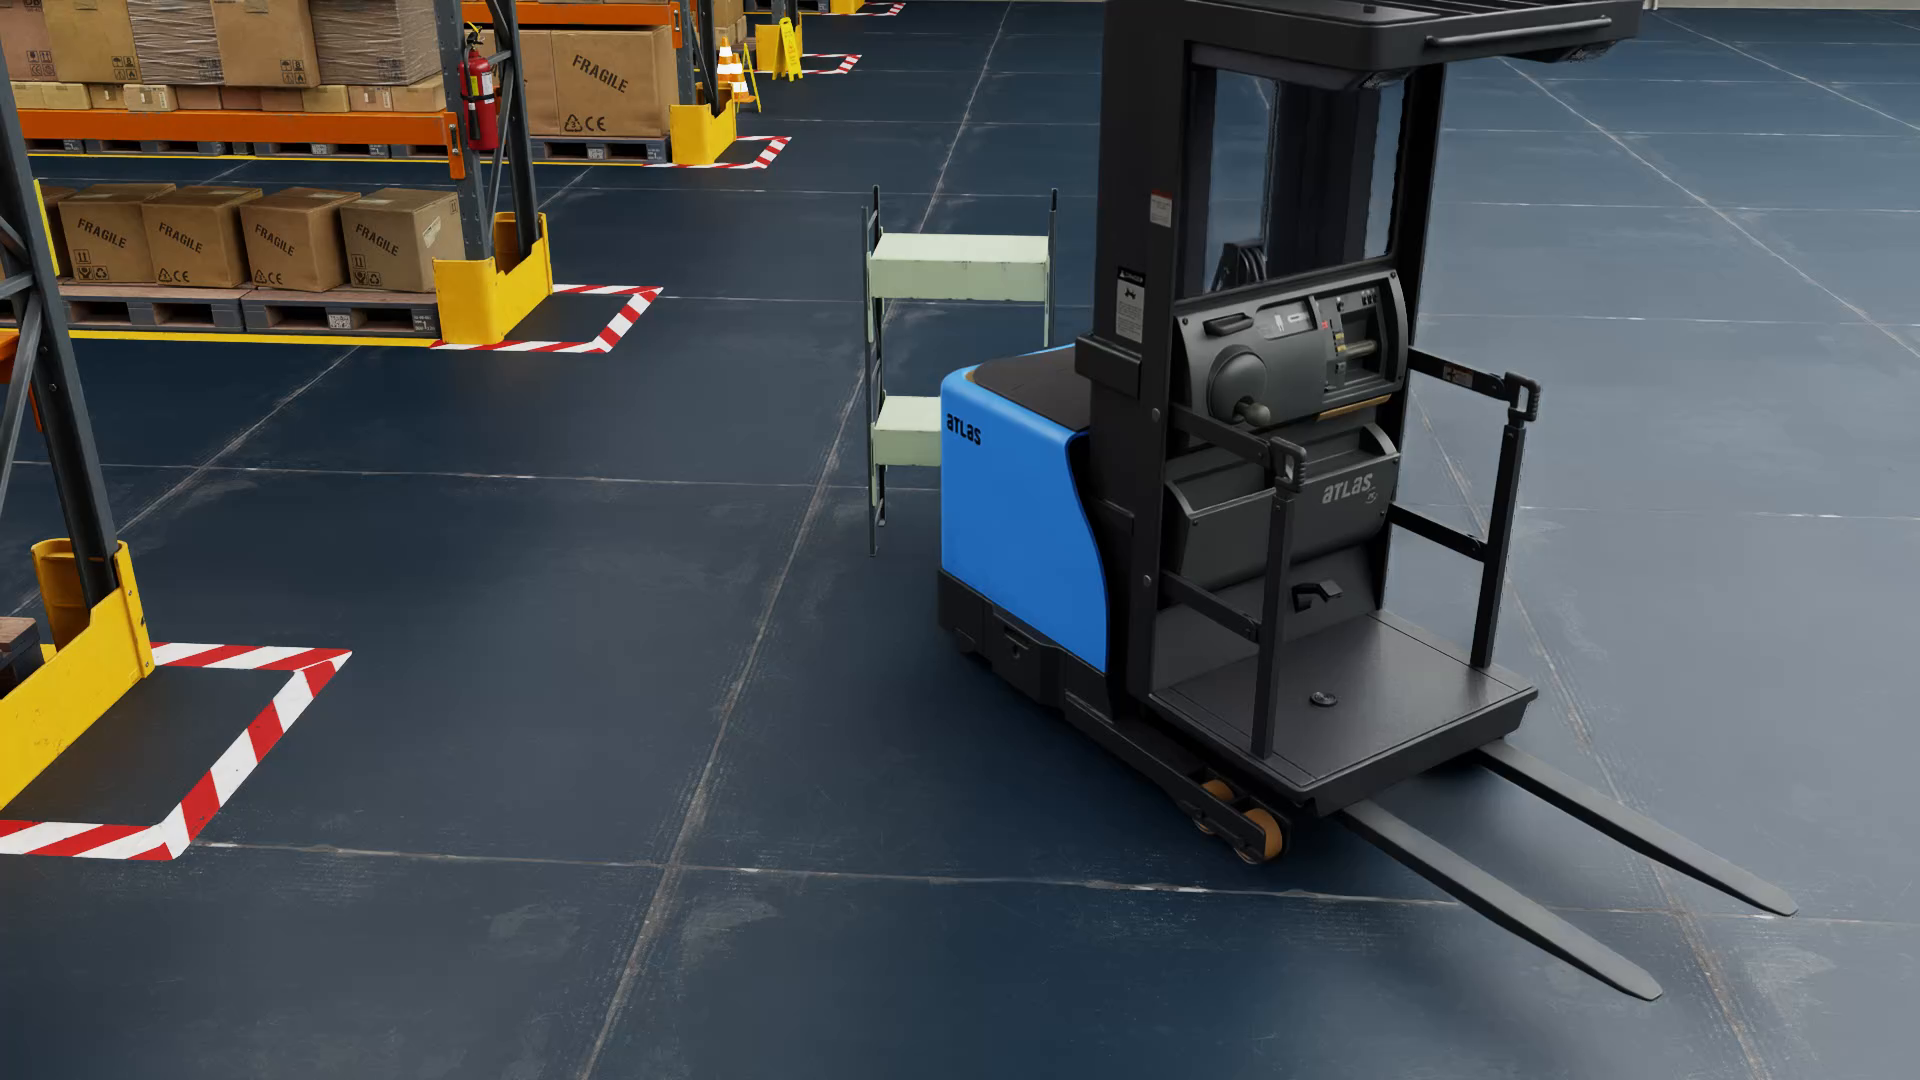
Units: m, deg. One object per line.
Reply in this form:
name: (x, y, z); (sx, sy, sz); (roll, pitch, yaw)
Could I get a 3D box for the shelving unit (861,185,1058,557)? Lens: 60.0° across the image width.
shelving unit: (0.007, -0.681, 6.936); (0.755, 1.500, 0.431); (2, 25, 4)

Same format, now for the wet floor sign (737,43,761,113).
wet floor sign: (-2.099, -4.567, 16.403); (0.232, 0.644, 0.267); (-2, 25, -5)

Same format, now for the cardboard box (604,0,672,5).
cardboard box: (-2.653, -4.873, 14.073); (0.550, 0.550, 0.875); (2, 25, 4)

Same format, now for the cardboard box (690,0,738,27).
cardboard box: (-2.820, -6.078, 18.760); (0.500, 0.500, 0.500); (2, 25, 4)

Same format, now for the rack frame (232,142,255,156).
rack frame: (-6.267, -4.940, 14.398); (0.127, 3.000, 1.000); (2, 25, 4)

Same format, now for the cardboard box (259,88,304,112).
cardboard box: (-3.810, -2.566, 9.539); (0.250, 0.149, 0.380); (2, 25, 4)

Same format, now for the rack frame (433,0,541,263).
rack frame: (-2.760, -2.748, 9.634); (0.127, 3.000, 1.000); (2, 25, 4)

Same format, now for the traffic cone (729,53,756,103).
traffic cone: (-2.274, -4.729, 16.973); (0.334, 0.463, 0.336); (2, 25, 4)

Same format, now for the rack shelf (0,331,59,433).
rack shelf: (-5.133, -0.421, 5.437); (4.000, 0.370, 1.077); (2, 25, 4)

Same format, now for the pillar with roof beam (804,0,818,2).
pillar with roof beam: (-2.579, -10.276, 18.818); (0.400, 9.000, 9.100); (2, 25, 4)

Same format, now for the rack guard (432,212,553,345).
rack guard: (-2.835, -1.615, 10.162); (0.348, 0.500, 1.175); (2, 25, 4)

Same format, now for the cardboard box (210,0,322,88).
cardboard box: (-3.814, -2.924, 9.540); (0.500, 0.500, 0.875); (2, 25, 4)

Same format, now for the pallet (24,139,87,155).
pallet: (-8.262, -3.705, 15.048); (1.213, 0.211, 1.003); (2, 25, 4)

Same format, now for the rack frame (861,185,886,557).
rack frame: (-0.358, -0.693, 6.961); (0.023, 1.500, 0.400); (2, 25, 4)

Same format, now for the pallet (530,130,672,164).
pallet: (-3.082, -3.538, 14.687); (1.213, 0.211, 1.003); (2, 25, 4)

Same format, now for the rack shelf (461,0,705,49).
rack shelf: (-4.273, -4.549, 14.409); (4.000, 0.370, 1.077); (2, 25, 4)

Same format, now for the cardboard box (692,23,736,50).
cardboard box: (-2.851, -5.735, 18.911); (0.500, 0.250, 0.500); (2, 25, 4)

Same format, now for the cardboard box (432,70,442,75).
cardboard box: (-3.026, -2.742, 9.922); (0.250, 0.149, 0.380); (2, 25, 4)

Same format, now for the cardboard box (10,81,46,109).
cardboard box: (-5.308, -2.600, 9.613); (0.250, 0.149, 0.380); (2, 25, 4)

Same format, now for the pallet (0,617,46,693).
pallet: (-4.028, 0.572, 5.755); (1.213, 0.211, 1.003); (2, 25, 4)

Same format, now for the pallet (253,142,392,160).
pallet: (-5.515, -3.616, 14.857); (1.213, 0.211, 1.003); (2, 25, 4)

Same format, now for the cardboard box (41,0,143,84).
cardboard box: (-4.806, -2.979, 9.659); (0.500, 0.500, 0.875); (2, 25, 4)

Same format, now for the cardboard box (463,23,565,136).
cardboard box: (-3.838, -4.059, 14.522); (0.875, 0.875, 0.875); (1, 25, 3)

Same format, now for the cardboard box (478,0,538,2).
cardboard box: (-3.751, -4.952, 14.244); (0.550, 0.550, 0.875); (2, 25, 4)

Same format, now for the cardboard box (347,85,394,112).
cardboard box: (-3.309, -2.565, 9.537); (0.250, 0.149, 0.380); (2, 25, 4)

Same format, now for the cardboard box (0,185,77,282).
cardboard box: (-5.780, -1.887, 10.250); (0.500, 0.500, 0.500); (10, 27, 21)

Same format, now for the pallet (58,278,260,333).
pallet: (-4.856, -1.565, 10.398); (1.213, 0.211, 1.003); (2, 25, 4)

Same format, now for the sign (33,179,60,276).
sign: (-3.092, -1.039, 5.588); (0.005, 0.325, 0.100); (2, 25, 4)

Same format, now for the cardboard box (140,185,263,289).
cardboard box: (-4.602, -1.863, 10.198); (0.500, 0.500, 0.500); (4, 25, 9)

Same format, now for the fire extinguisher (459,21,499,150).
fire extinguisher: (-2.681, -2.517, 9.225); (0.183, 0.674, 0.296); (2, 25, 4)

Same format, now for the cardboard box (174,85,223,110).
cardboard box: (-4.307, -2.590, 9.591); (0.250, 0.149, 0.380); (2, 25, 4)

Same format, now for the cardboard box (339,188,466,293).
cardboard box: (-3.381, -1.830, 10.127); (0.500, 0.500, 0.500); (6, 25, 14)

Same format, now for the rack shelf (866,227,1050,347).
rack shelf: (0.007, -1.036, 6.773); (0.720, 0.370, 0.431); (2, 25, 4)

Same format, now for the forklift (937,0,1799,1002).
forklift: (1.160, -0.568, 4.978); (1.130, 2.935, 3.031); (-16, 29, -31)

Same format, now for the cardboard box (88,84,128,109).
cardboard box: (-4.807, -2.598, 9.609); (0.250, 0.149, 0.380); (2, 25, 4)

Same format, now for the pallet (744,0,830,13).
pallet: (-2.390, -7.688, 23.704); (1.213, 0.211, 1.003); (2, 25, 4)

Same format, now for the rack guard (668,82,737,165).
rack guard: (-2.255, -3.676, 14.640); (0.348, 0.500, 1.175); (2, 25, 4)
